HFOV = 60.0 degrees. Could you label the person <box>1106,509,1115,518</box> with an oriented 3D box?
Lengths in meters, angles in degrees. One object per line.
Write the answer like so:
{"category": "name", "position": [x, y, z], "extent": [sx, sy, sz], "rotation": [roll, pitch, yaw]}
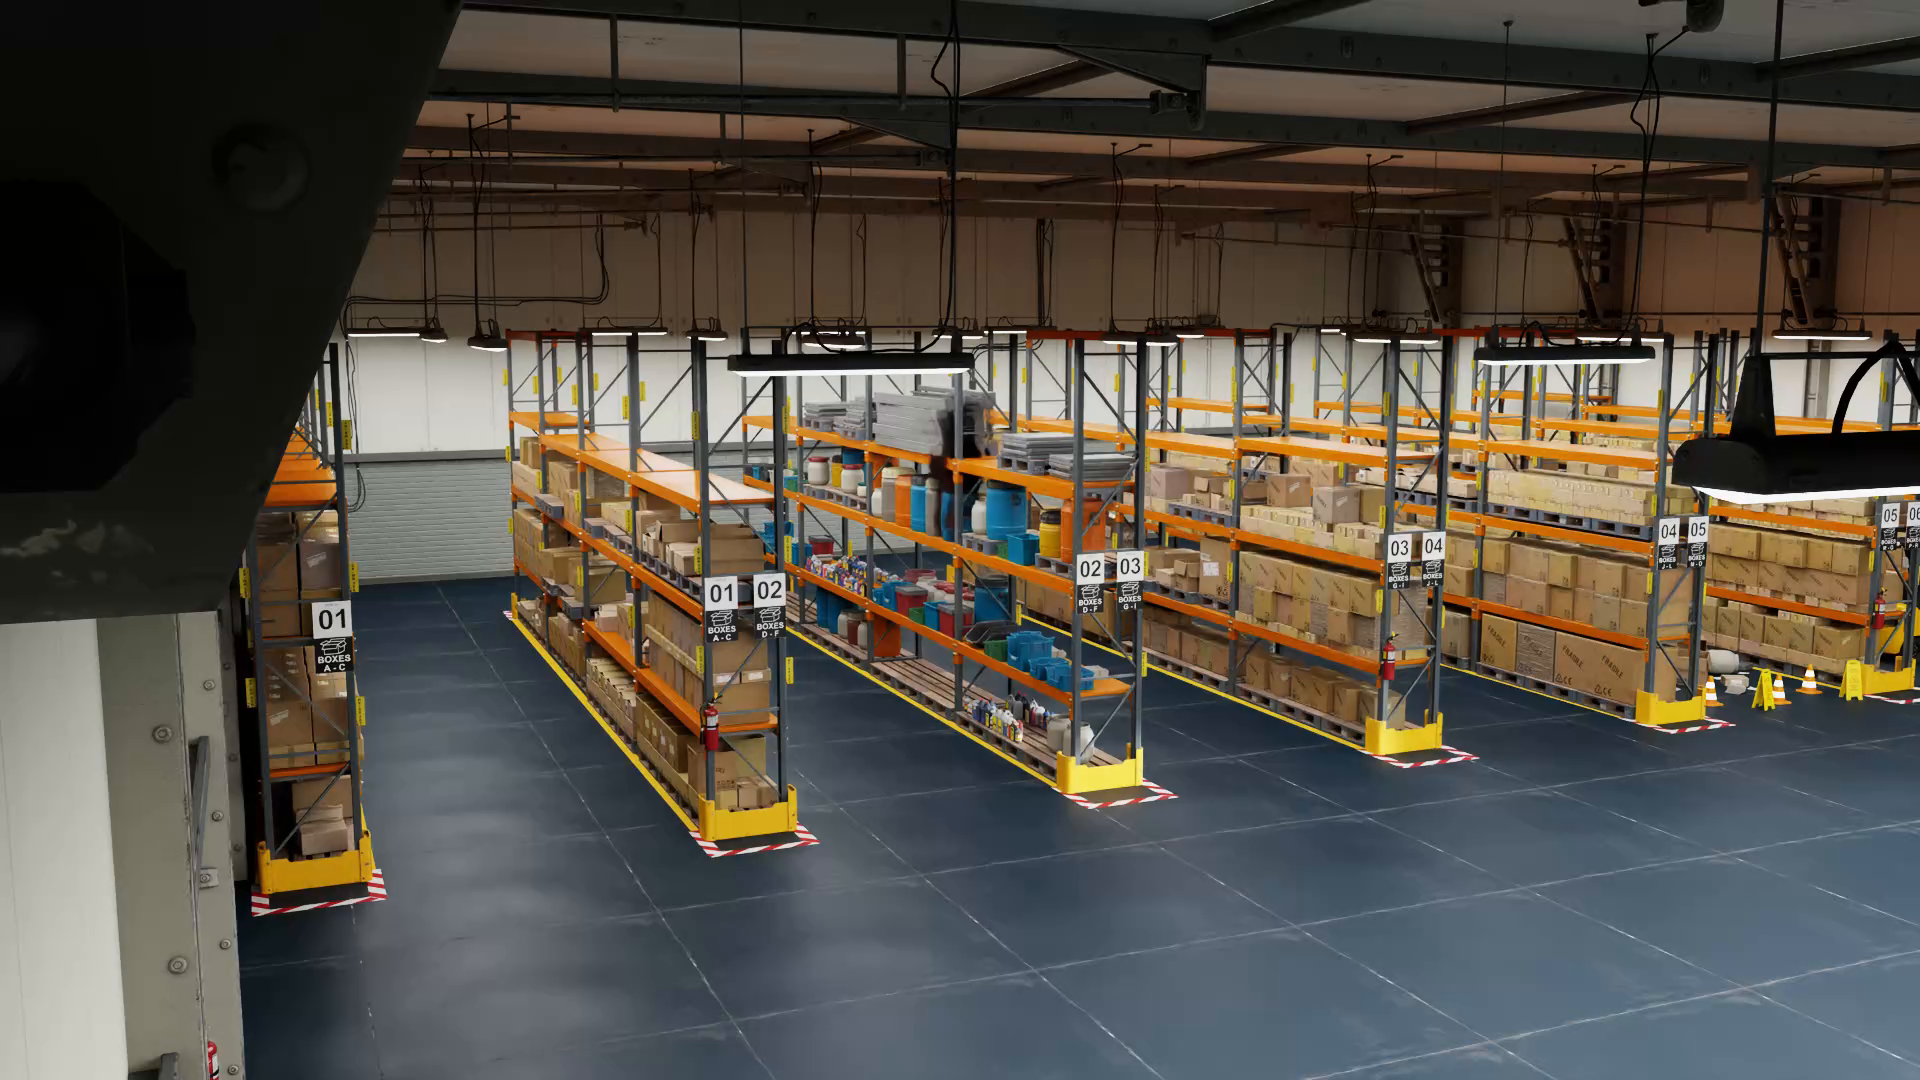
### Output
{"category": "person", "position": [3.537, -0.059, 40.743], "extent": [0.683, 1.778, 0.665], "rotation": [1, 8, 8]}

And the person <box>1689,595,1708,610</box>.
{"category": "person", "position": [15.045, 0.927, 33.498], "extent": [0.679, 1.726, 0.587], "rotation": [-5, 9, -33]}

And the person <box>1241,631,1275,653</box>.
{"category": "person", "position": [5.699, 1.302, 31.337], "extent": [0.603, 1.624, 1.009], "rotation": [-6, 10, -39]}
